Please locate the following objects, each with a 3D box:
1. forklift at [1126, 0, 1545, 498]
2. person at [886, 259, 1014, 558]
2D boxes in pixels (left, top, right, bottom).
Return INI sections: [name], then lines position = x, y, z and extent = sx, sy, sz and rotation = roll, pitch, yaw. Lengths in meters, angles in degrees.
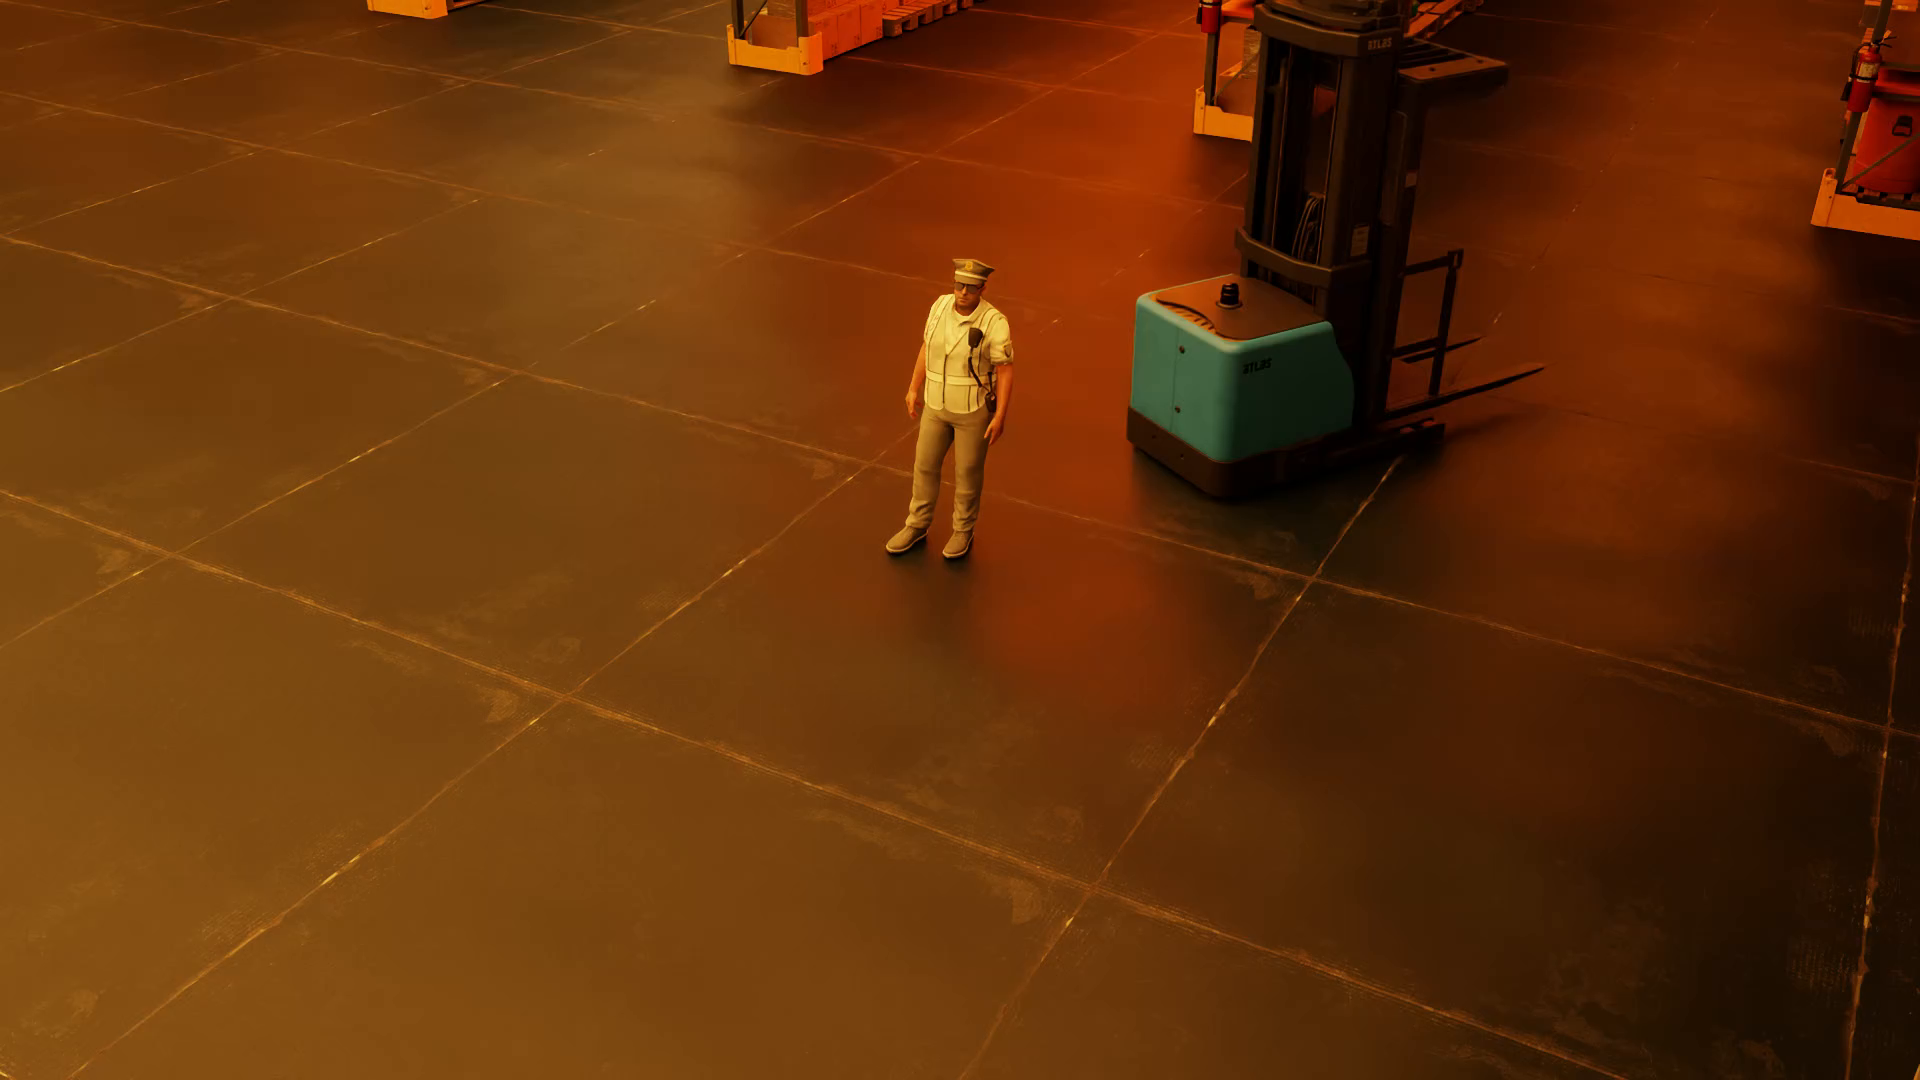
[forklift]
position = 2.636, -2.061, 10.641
extent = 3.031, 2.935, 1.130
rotation = -16, 34, -26
[person]
position = -0.048, -0.747, 9.499
extent = 0.641, 1.780, 0.574
rotation = 15, 33, 25
